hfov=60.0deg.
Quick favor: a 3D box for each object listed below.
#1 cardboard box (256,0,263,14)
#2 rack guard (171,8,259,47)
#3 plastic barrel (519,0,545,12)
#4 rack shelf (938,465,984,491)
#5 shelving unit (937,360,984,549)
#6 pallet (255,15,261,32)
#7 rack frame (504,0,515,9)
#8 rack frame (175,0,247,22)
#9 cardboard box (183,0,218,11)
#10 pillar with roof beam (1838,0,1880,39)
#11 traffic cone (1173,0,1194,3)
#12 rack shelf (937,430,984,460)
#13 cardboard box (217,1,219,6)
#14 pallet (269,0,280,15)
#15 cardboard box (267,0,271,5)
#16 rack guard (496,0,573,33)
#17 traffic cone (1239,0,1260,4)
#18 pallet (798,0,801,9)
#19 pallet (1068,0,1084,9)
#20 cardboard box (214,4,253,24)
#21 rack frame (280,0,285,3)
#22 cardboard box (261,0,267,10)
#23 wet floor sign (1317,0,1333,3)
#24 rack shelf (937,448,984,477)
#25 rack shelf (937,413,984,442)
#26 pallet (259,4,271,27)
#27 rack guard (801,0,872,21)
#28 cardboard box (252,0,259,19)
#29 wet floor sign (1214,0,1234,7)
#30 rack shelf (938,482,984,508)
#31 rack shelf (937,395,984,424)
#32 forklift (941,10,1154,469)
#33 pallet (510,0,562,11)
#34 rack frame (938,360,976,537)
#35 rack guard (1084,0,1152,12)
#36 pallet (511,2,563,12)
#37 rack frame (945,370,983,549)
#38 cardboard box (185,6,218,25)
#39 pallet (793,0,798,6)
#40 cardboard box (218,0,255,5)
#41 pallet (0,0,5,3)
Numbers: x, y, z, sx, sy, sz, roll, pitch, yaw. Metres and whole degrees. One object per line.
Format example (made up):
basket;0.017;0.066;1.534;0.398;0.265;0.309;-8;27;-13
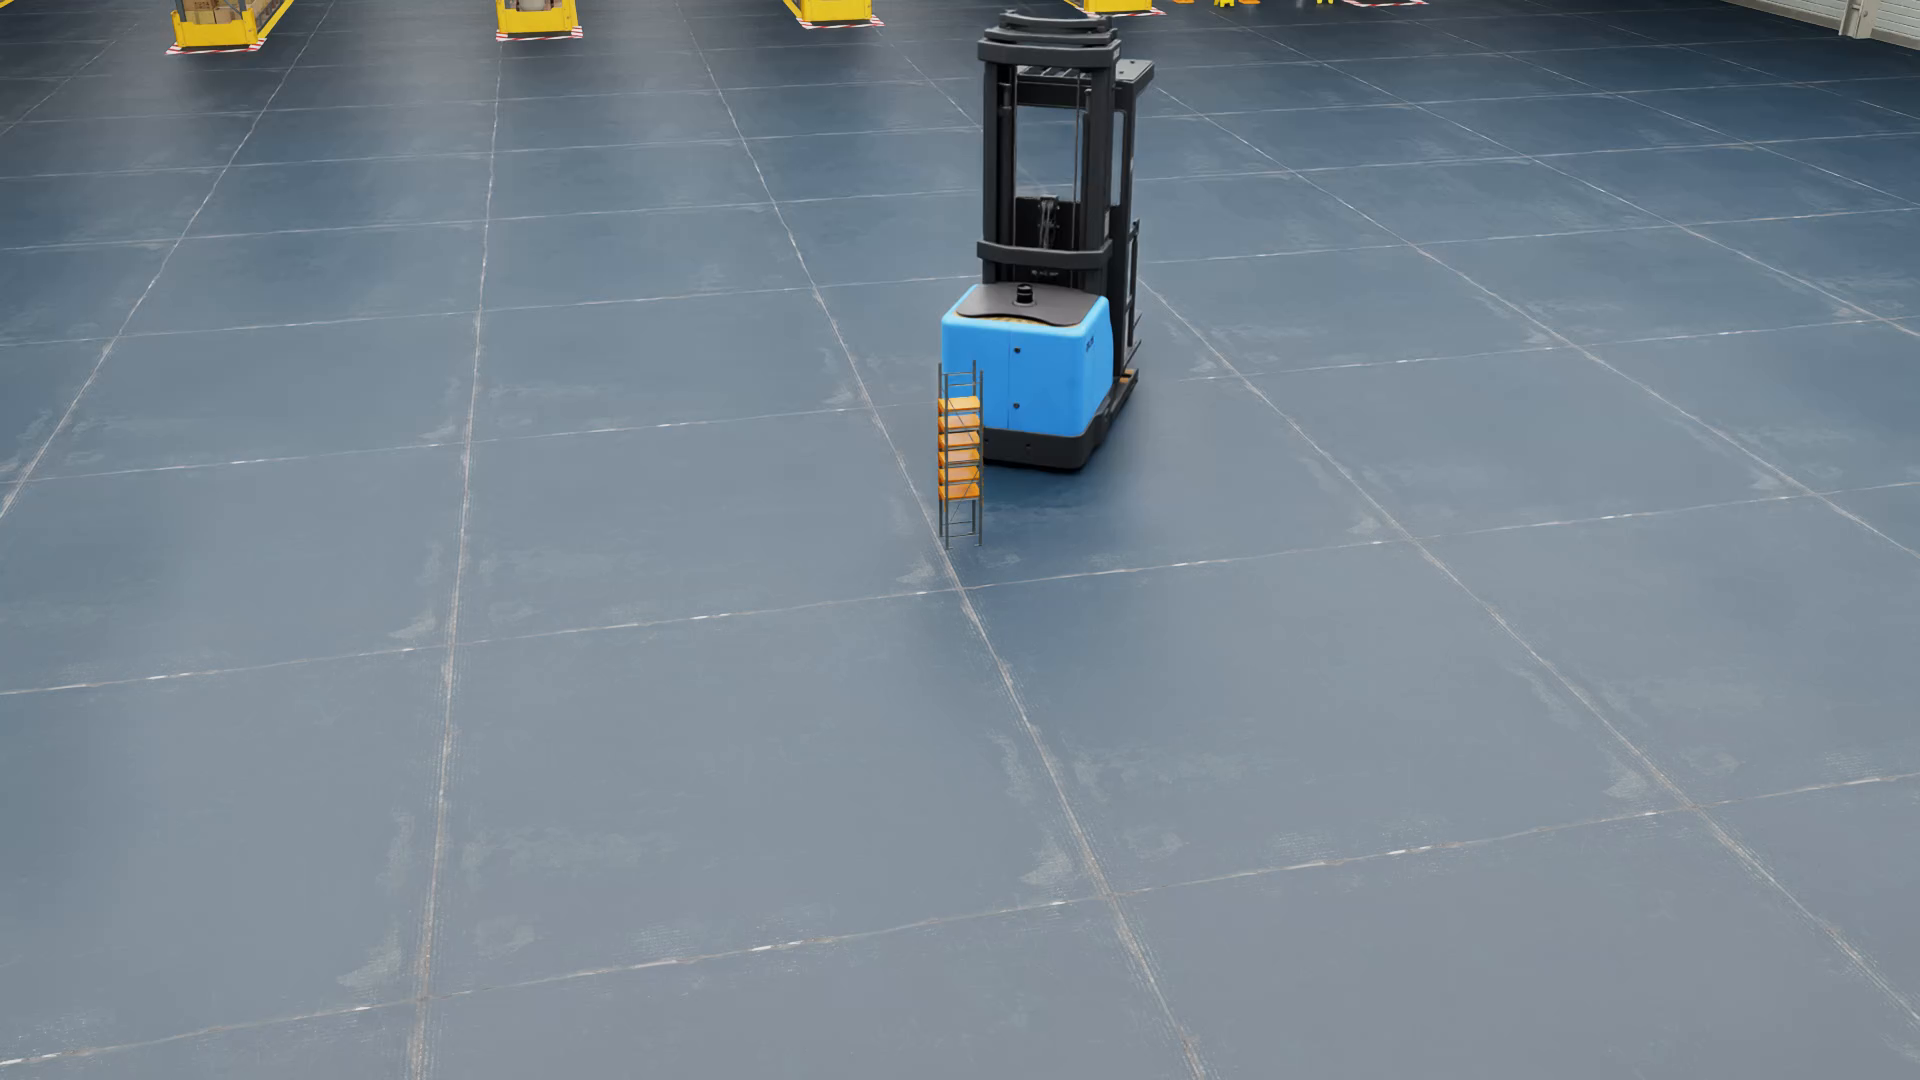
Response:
cardboard box;-11.875;-8.865;27.570;0.500;0.250;0.500;-6;27;-12
rack guard;-11.737;-8.082;26.207;1.175;0.500;0.348;-6;27;-12
plastic barrel;-7.139;-9.068;27.681;0.421;0.512;0.421;0;27;0
rack shelf;0.003;-0.382;10.541;0.258;0.103;0.180;-6;27;-12
shelving unit;0.003;-0.529;10.467;0.258;1.200;0.189;-6;27;-12
pallet;-11.956;-8.295;26.950;1.003;0.211;1.213;-6;27;-12
rack frame;-6.916;-9.710;26.658;1.000;3.000;0.127;-6;27;-12
rack frame;-11.743;-9.208;25.665;1.000;3.000;0.127;-6;27;-12
cardboard box;-12.154;-8.708;26.427;0.500;0.500;0.500;-6;27;-12
pillar with roof beam;10.279;-11.729;24.000;9.100;9.000;0.400;-6;27;-12
traffic cone;4.028;-9.917;29.884;0.336;0.463;0.334;-6;27;-12
rack shelf;0.003;-0.597;10.433;0.258;0.103;0.180;-6;27;-12
cardboard box;-12.276;-8.592;27.029;0.500;0.250;0.500;-6;27;-12
pallet;-12.506;-9.366;29.072;1.003;0.211;1.213;-6;27;-12
cardboard box;-12.097;-9.304;28.440;0.500;0.250;0.500;-6;27;-12
rack guard;-6.979;-8.622;27.278;1.175;0.500;0.348;-6;27;-12
traffic cone;5.206;-9.882;29.815;0.336;0.463;0.334;-6;27;-12
pallet;-2.256;-9.361;29.062;1.003;0.211;1.213;-6;27;-12
pallet;2.508;-9.770;29.872;1.003;0.211;1.213;-6;27;-12
cardboard box;-11.647;-8.426;26.701;0.500;0.250;0.500;-6;27;-12
rack frame;-12.644;-10.964;29.144;1.000;3.000;0.127;-6;27;-12
cardboard box;-11.983;-9.085;28.006;0.500;0.250;0.500;-6;27;-12
wet floor sign;6.565;-9.976;29.798;0.267;0.644;0.232;3;27;6
rack shelf;0.003;-0.490;10.487;0.258;0.103;0.180;-6;27;-12
rack shelf;0.003;-0.704;10.379;0.258;0.103;0.180;-6;27;-12
pallet;-12.227;-8.829;28.009;1.003;0.211;1.213;-6;27;-12
rack guard;-2.108;-9.130;28.284;1.175;0.500;0.348;-6;27;-12
cardboard box;-11.763;-8.645;27.135;0.500;0.250;0.500;-6;27;-12
wet floor sign;4.700;-9.809;29.468;0.267;0.644;0.232;-11;29;-20
rack shelf;0.003;-0.275;10.595;0.258;0.103;0.180;-6;27;-12
rack shelf;0.003;-0.811;10.325;0.258;0.103;0.180;-6;27;-12
forklift;0.774;-2.449;12.350;1.130;2.935;3.031;8;28;15
pallet;-7.428;-9.385;29.110;1.003;0.211;1.213;-6;27;-12
rack frame;-0.017;-0.569;10.547;0.240;1.200;0.006;-6;27;-12
rack guard;2.770;-9.545;29.107;1.175;0.500;0.348;-6;27;-12
pallet;-7.157;-8.850;28.050;1.003;0.211;1.213;-6;27;-12
rack frame;0.024;-0.489;10.387;0.240;1.200;0.006;-6;27;-12
cardboard box;-12.152;-8.374;26.596;0.500;0.250;0.500;-6;27;-12
pallet;-2.528;-9.896;30.121;1.003;0.211;1.213;-6;27;-12
cardboard box;-11.761;-8.980;26.966;0.500;0.500;0.500;-6;27;-12
pallet;-17.647;-9.556;29.449;1.003;0.211;1.213;-6;27;-12
